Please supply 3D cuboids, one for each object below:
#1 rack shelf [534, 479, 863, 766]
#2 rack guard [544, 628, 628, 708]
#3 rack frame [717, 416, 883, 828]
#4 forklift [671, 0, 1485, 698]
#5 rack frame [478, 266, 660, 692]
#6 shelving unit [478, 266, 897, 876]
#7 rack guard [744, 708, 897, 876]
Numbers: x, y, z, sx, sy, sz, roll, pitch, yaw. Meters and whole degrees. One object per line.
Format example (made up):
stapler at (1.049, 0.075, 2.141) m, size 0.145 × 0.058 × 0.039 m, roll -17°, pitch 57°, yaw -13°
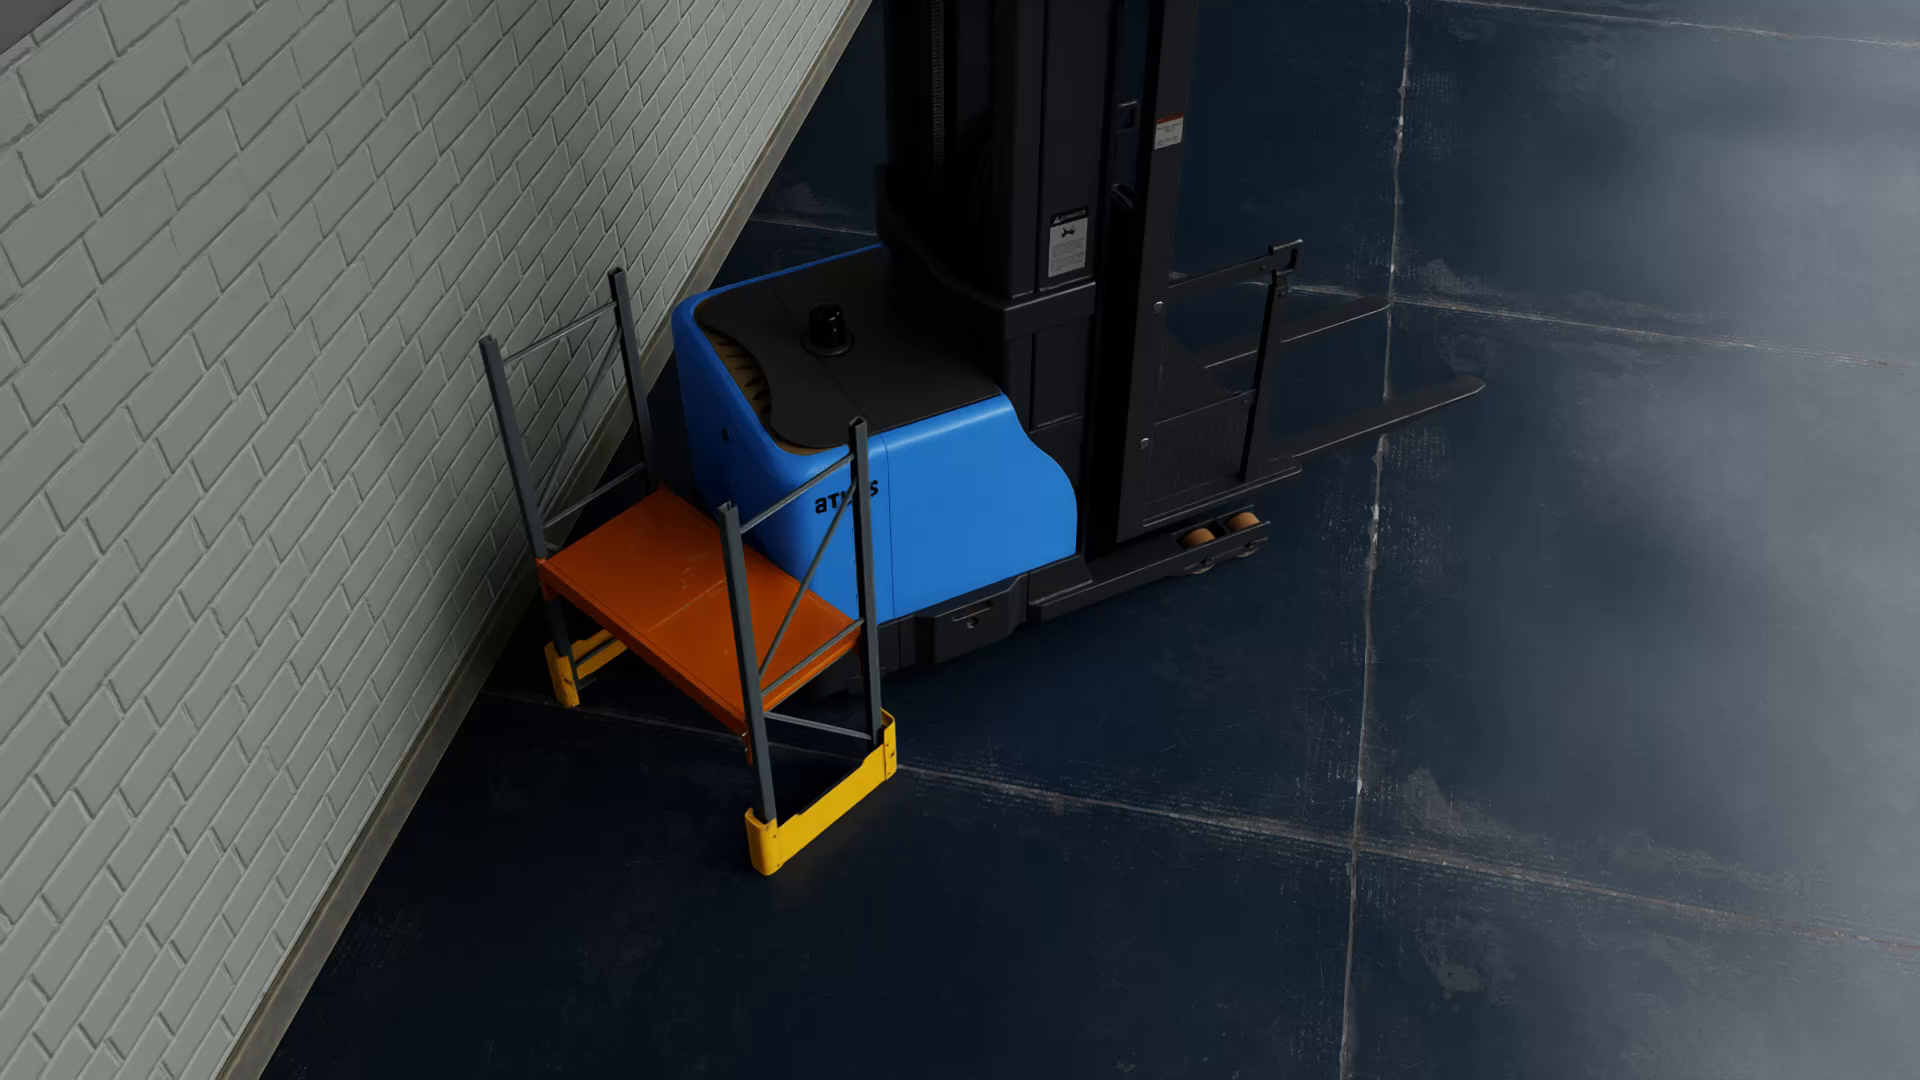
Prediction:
rack shelf at (-0.801, 0.231, 5.188) m, size 1.000 × 0.185 × 0.538 m, roll 33°, pitch 53°, yaw 29°
rack guard at (-1.158, 0.320, 5.737) m, size 0.087 × 0.250 × 0.587 m, roll 33°, pitch 53°, yaw 29°
rack frame at (-0.429, 0.342, 4.813) m, size 0.032 × 1.500 × 0.500 m, roll 33°, pitch 53°, yaw 29°
forklift at (0.575, -1.242, 5.426) m, size 3.031 × 2.935 × 1.130 m, roll -19°, pitch 47°, yaw -19°
rack frame at (-1.172, -0.139, 5.313) m, size 0.032 × 1.500 × 0.500 m, roll 33°, pitch 53°, yaw 29°
shelving unit at (-0.794, 0.106, 5.059) m, size 1.083 × 1.500 × 0.587 m, roll 33°, pitch 53°, yaw 29°
rack guard at (-0.430, 0.791, 5.247) m, size 0.087 × 0.250 × 0.587 m, roll 33°, pitch 53°, yaw 29°
